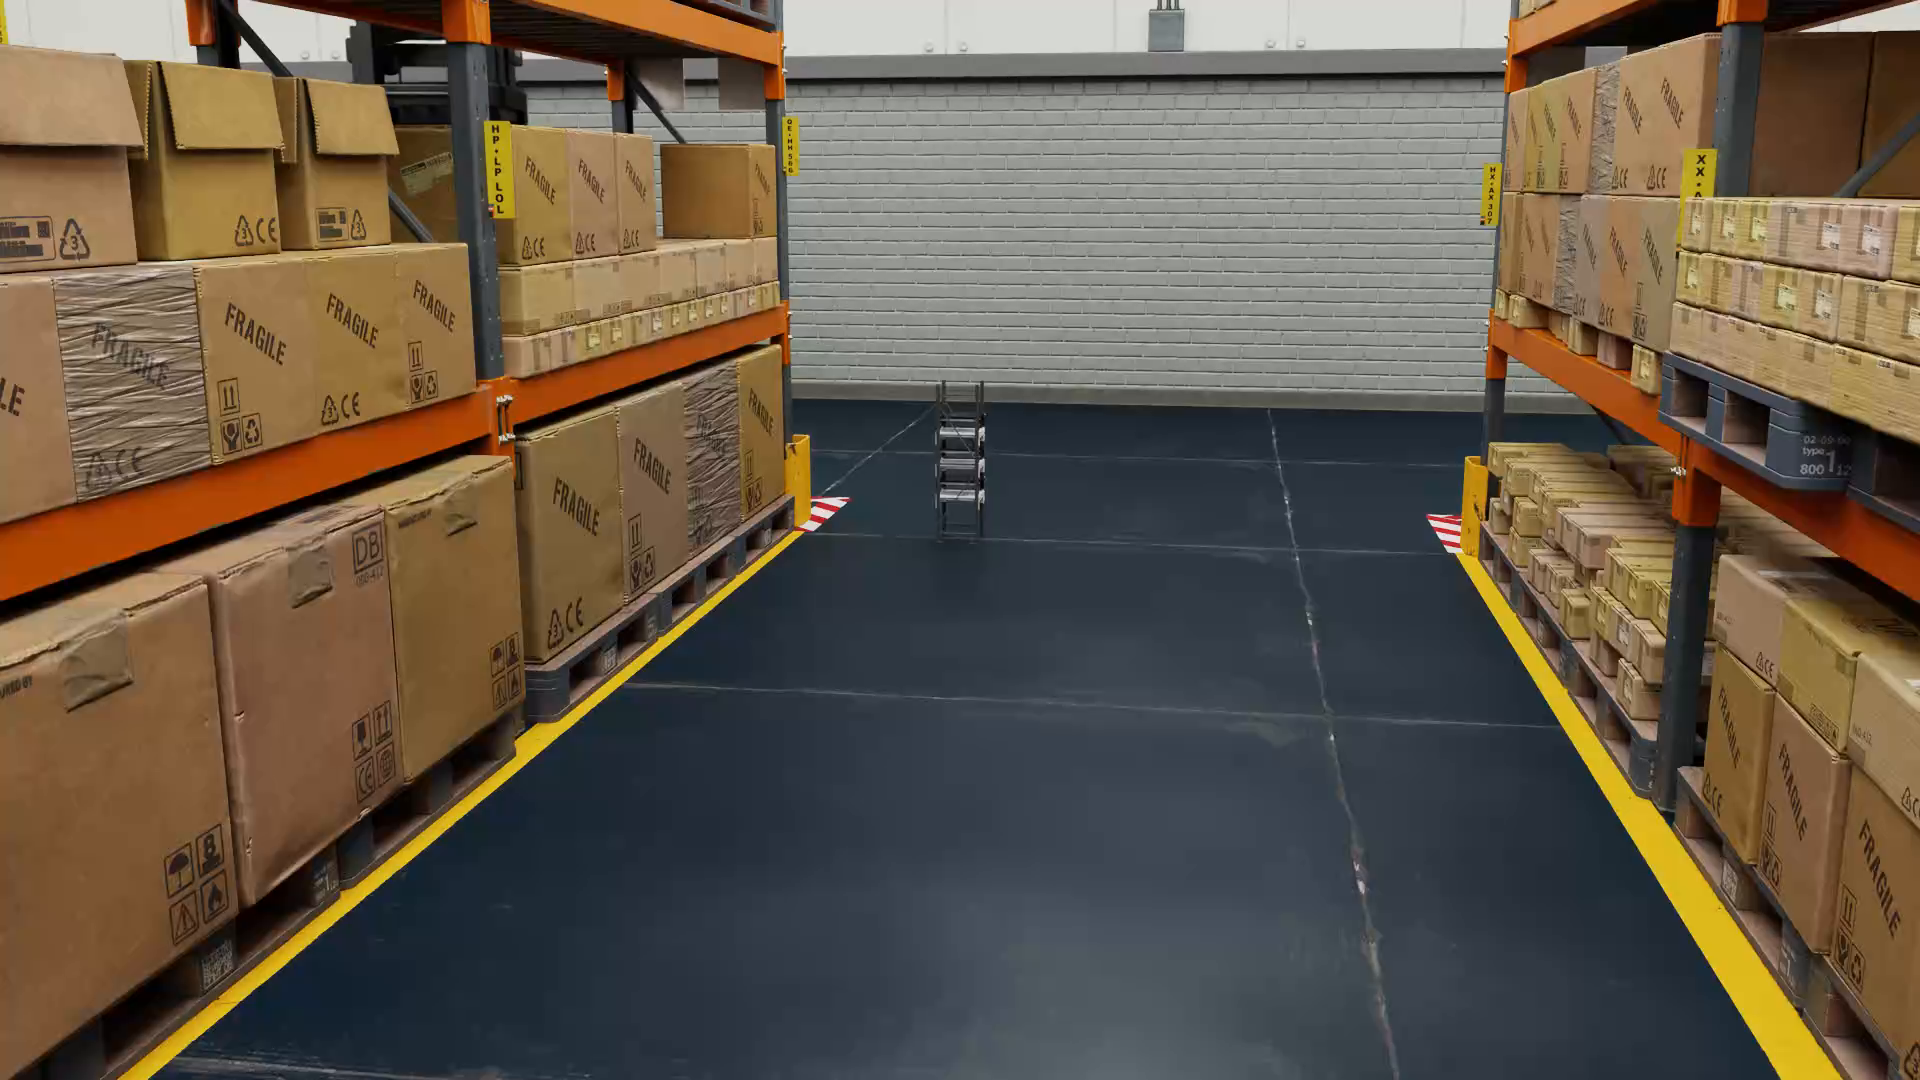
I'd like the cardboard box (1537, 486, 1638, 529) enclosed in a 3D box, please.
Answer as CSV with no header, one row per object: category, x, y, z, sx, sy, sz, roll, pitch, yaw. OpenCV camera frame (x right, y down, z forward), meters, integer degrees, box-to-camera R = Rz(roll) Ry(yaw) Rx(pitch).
cardboard box,2.782,-0.138,7.372,0.380,0.149,0.250,2,12,10

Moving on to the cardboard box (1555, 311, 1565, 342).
cardboard box,2.878,-0.955,7.403,0.380,0.149,0.250,2,12,8

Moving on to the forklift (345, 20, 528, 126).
forklift,-2.959,-1.449,9.261,1.130,2.935,3.031,-1,12,-5

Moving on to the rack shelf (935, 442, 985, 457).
rack shelf,0.001,-0.497,9.394,0.258,0.077,0.200,2,12,9

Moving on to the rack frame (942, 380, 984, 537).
rack frame,0.017,-0.463,9.505,0.240,0.900,0.006,2,12,9

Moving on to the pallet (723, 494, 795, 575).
pallet,-1.550,-0.058,9.260,1.003,0.211,1.213,2,12,9

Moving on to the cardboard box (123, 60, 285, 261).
cardboard box,-2.327,-1.021,4.491,0.797,0.503,0.637,2,12,9

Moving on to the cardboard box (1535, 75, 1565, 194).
cardboard box,2.876,-1.794,7.379,0.500,0.500,0.500,2,12,7

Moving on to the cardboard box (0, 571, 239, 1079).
cardboard box,-2.463,0.580,3.726,1.225,0.875,0.875,2,12,9

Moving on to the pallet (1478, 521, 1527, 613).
pallet,3.209,0.139,8.348,1.003,0.211,1.213,2,12,9

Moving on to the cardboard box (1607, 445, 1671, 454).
cardboard box,3.550,-0.392,8.551,0.380,0.149,0.250,2,12,9

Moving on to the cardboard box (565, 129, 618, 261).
cardboard box,-1.710,-1.390,6.691,0.500,0.500,0.500,2,12,9

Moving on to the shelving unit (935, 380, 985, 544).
shelving unit,0.001,-0.442,9.406,0.258,0.900,0.210,2,12,9

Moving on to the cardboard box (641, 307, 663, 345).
cardboard box,-1.547,-0.955,7.401,0.380,0.149,0.250,2,12,9

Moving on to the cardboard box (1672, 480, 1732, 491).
cardboard box,3.451,-0.174,7.540,0.380,0.149,0.250,2,12,11

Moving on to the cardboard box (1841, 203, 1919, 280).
cardboard box,2.053,-0.613,3.403,0.380,0.149,0.250,2,12,11

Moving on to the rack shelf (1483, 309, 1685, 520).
rack shelf,3.073,-0.640,7.051,1.077,0.370,4.000,2,12,9

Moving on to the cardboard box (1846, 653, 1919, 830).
cardboard box,2.229,0.437,3.503,0.500,0.250,0.500,2,12,11

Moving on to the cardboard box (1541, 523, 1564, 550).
cardboard box,2.905,-0.047,7.657,0.380,0.149,0.250,1,12,6

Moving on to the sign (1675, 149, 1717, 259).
sign,2.228,-1.015,5.027,0.100,0.325,0.005,2,12,9

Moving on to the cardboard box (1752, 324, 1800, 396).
cardboard box,2.132,-0.429,3.963,0.380,0.149,0.250,2,12,9

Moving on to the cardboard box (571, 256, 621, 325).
cardboard box,-1.707,-1.022,6.766,0.500,0.250,0.500,2,12,8

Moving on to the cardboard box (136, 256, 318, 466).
cardboard box,-2.078,-0.488,4.401,0.500,0.500,0.500,2,12,8

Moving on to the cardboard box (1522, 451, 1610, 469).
cardboard box,3.041,-0.351,8.362,0.380,0.149,0.250,2,12,10

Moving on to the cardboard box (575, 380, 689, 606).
cardboard box,-1.801,-0.246,7.562,0.875,0.875,0.875,2,12,9

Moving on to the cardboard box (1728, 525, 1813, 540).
cardboard box,3.252,0.042,6.537,0.380,0.149,0.250,2,12,10

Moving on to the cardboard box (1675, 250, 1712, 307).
cardboard box,2.251,-0.736,4.683,0.380,0.149,0.250,2,12,10

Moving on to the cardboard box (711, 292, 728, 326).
cardboard box,-1.390,-1.170,8.397,0.380,0.149,0.250,2,12,7

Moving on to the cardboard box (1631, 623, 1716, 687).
cardboard box,2.500,0.392,5.621,0.380,0.149,0.250,2,12,10

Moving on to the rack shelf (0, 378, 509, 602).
rack shelf,-2.427,0.011,4.031,1.077,0.370,4.000,2,12,9

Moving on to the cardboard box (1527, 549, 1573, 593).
cardboard box,2.776,0.143,7.481,0.380,0.149,0.250,1,12,6

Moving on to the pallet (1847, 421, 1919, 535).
pallet,2.415,-0.062,3.119,1.003,0.211,1.213,2,12,9

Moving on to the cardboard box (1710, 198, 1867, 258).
cardboard box,2.214,-0.823,4.382,0.380,0.149,0.250,2,12,10

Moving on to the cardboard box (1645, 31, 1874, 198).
cardboard box,2.571,-1.365,5.391,0.500,0.500,0.500,1,12,7

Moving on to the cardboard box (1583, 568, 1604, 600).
cardboard box,2.709,0.176,6.622,0.380,0.149,0.250,2,12,10

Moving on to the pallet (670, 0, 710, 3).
pallet,-1.794,-2.603,7.544,1.003,0.211,1.213,2,12,9

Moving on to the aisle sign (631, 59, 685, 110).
aisle sign,-1.790,-2.885,9.592,0.394,0.787,0.004,2,12,9

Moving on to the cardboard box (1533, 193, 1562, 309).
cardboard box,2.894,-1.304,7.481,0.500,0.500,0.500,2,12,9

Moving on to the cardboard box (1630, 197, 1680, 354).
cardboard box,2.561,-0.880,5.512,0.500,0.500,0.500,2,12,9

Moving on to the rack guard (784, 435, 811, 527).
rack guard,-1.501,-0.373,10.037,1.175,0.500,0.348,2,12,9

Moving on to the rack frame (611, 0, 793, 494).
rack frame,-1.504,-1.590,9.751,1.000,3.000,0.127,2,12,9

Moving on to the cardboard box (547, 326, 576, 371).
cardboard box,-1.705,-0.740,6.403,0.380,0.149,0.250,1,12,7

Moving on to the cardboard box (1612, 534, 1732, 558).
cardboard box,2.712,0.082,6.353,0.380,0.149,0.250,2,12,11

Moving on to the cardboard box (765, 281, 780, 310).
cardboard box,-1.234,-1.382,9.384,0.380,0.149,0.250,2,12,10

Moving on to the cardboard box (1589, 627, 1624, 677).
cardboard box,2.589,0.412,6.233,0.380,0.149,0.250,1,12,7

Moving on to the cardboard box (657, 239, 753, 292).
cardboard box,-1.395,-1.447,8.737,0.500,0.250,0.500,2,12,8

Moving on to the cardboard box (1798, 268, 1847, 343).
cardboard box,2.095,-0.518,3.671,0.380,0.149,0.250,2,12,11

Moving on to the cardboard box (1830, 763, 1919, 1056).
cardboard box,2.243,0.806,3.570,0.500,0.500,0.500,2,12,10
